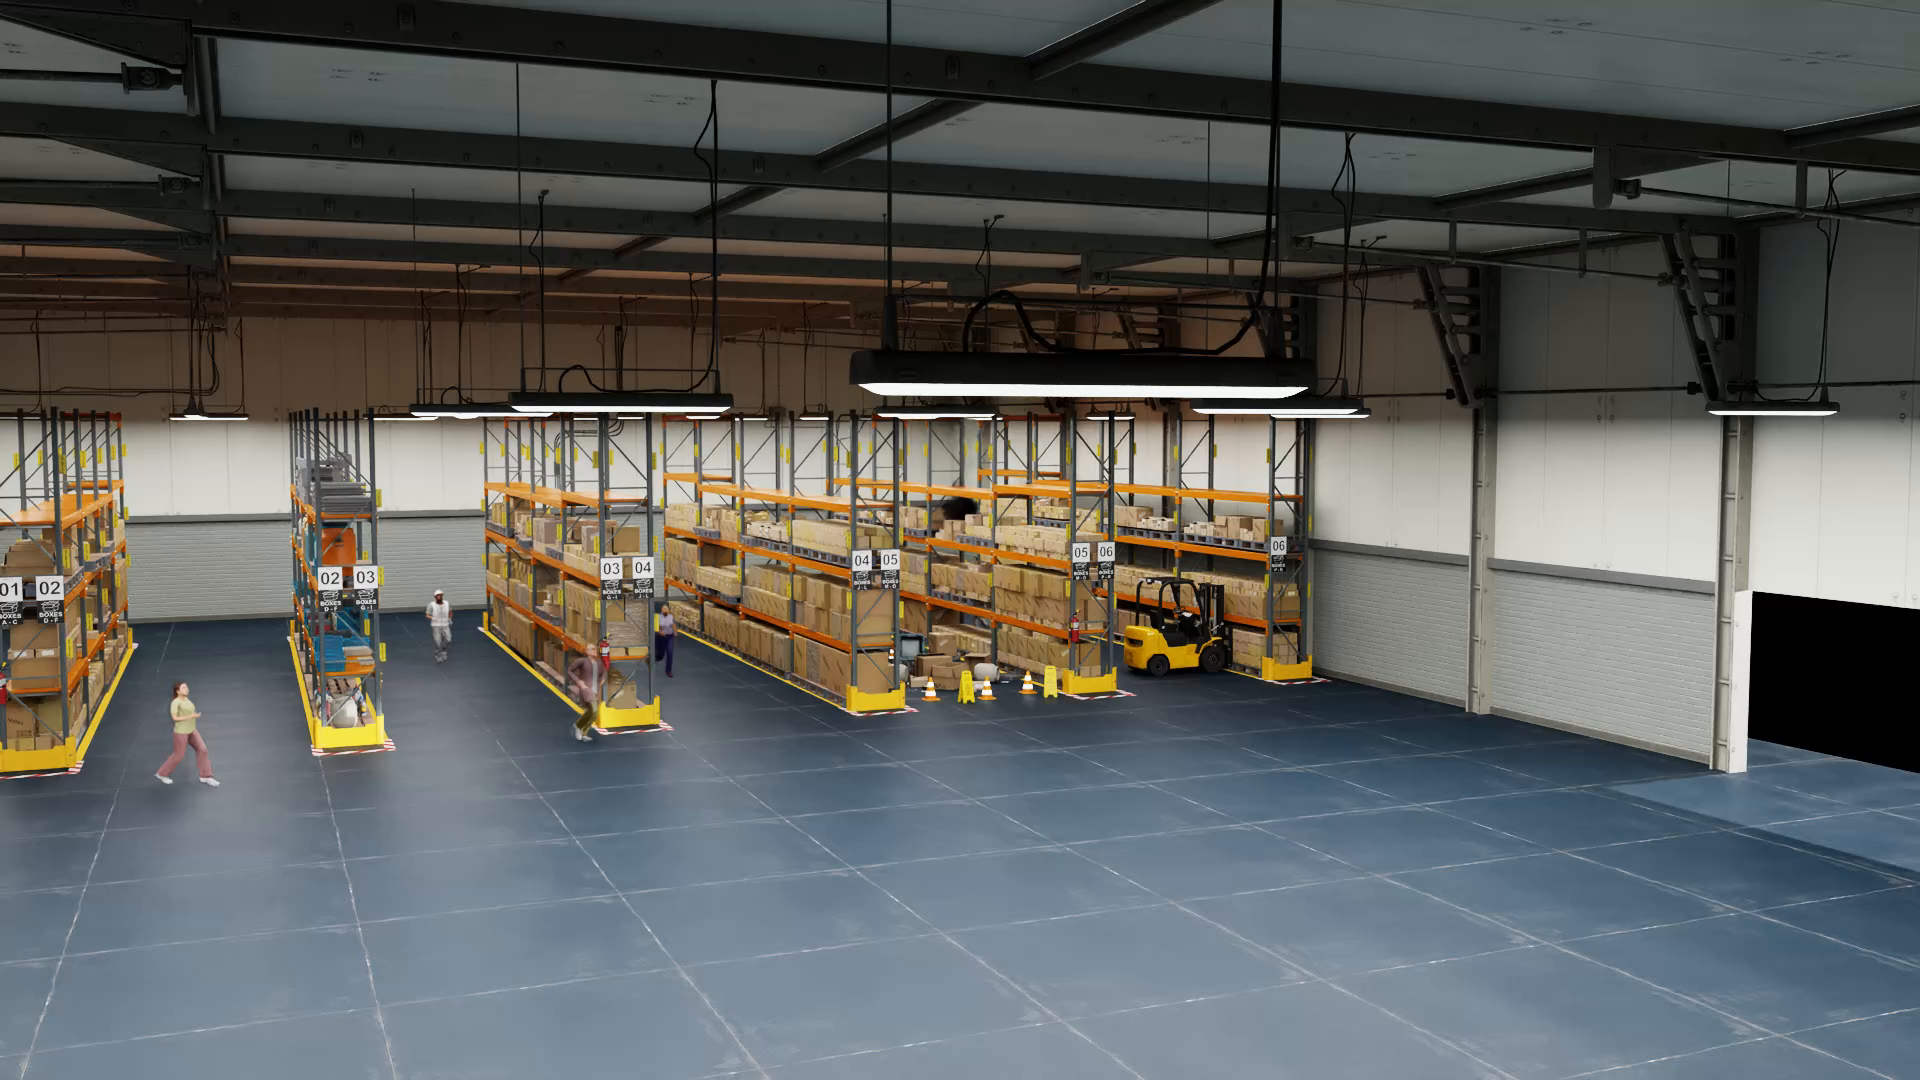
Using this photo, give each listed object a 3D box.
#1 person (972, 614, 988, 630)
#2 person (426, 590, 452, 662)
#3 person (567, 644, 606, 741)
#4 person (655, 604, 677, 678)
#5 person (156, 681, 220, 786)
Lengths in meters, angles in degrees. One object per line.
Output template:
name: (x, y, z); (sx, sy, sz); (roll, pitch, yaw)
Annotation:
person: (0.518, 1.764, 44.726); (0.573, 1.647, 0.584); (-2, 4, -24)
person: (-12.395, 2.061, 39.726); (0.661, 1.735, 0.592); (-2, 5, -32)
person: (-6.673, 2.759, 30.103); (0.569, 1.753, 0.720); (3, 5, 34)
person: (-6.726, 2.276, 37.832); (0.615, 1.647, 0.828); (-2, 5, -31)
person: (-12.193, 3.046, 26.203); (0.966, 1.665, 0.578); (1, 4, 8)
